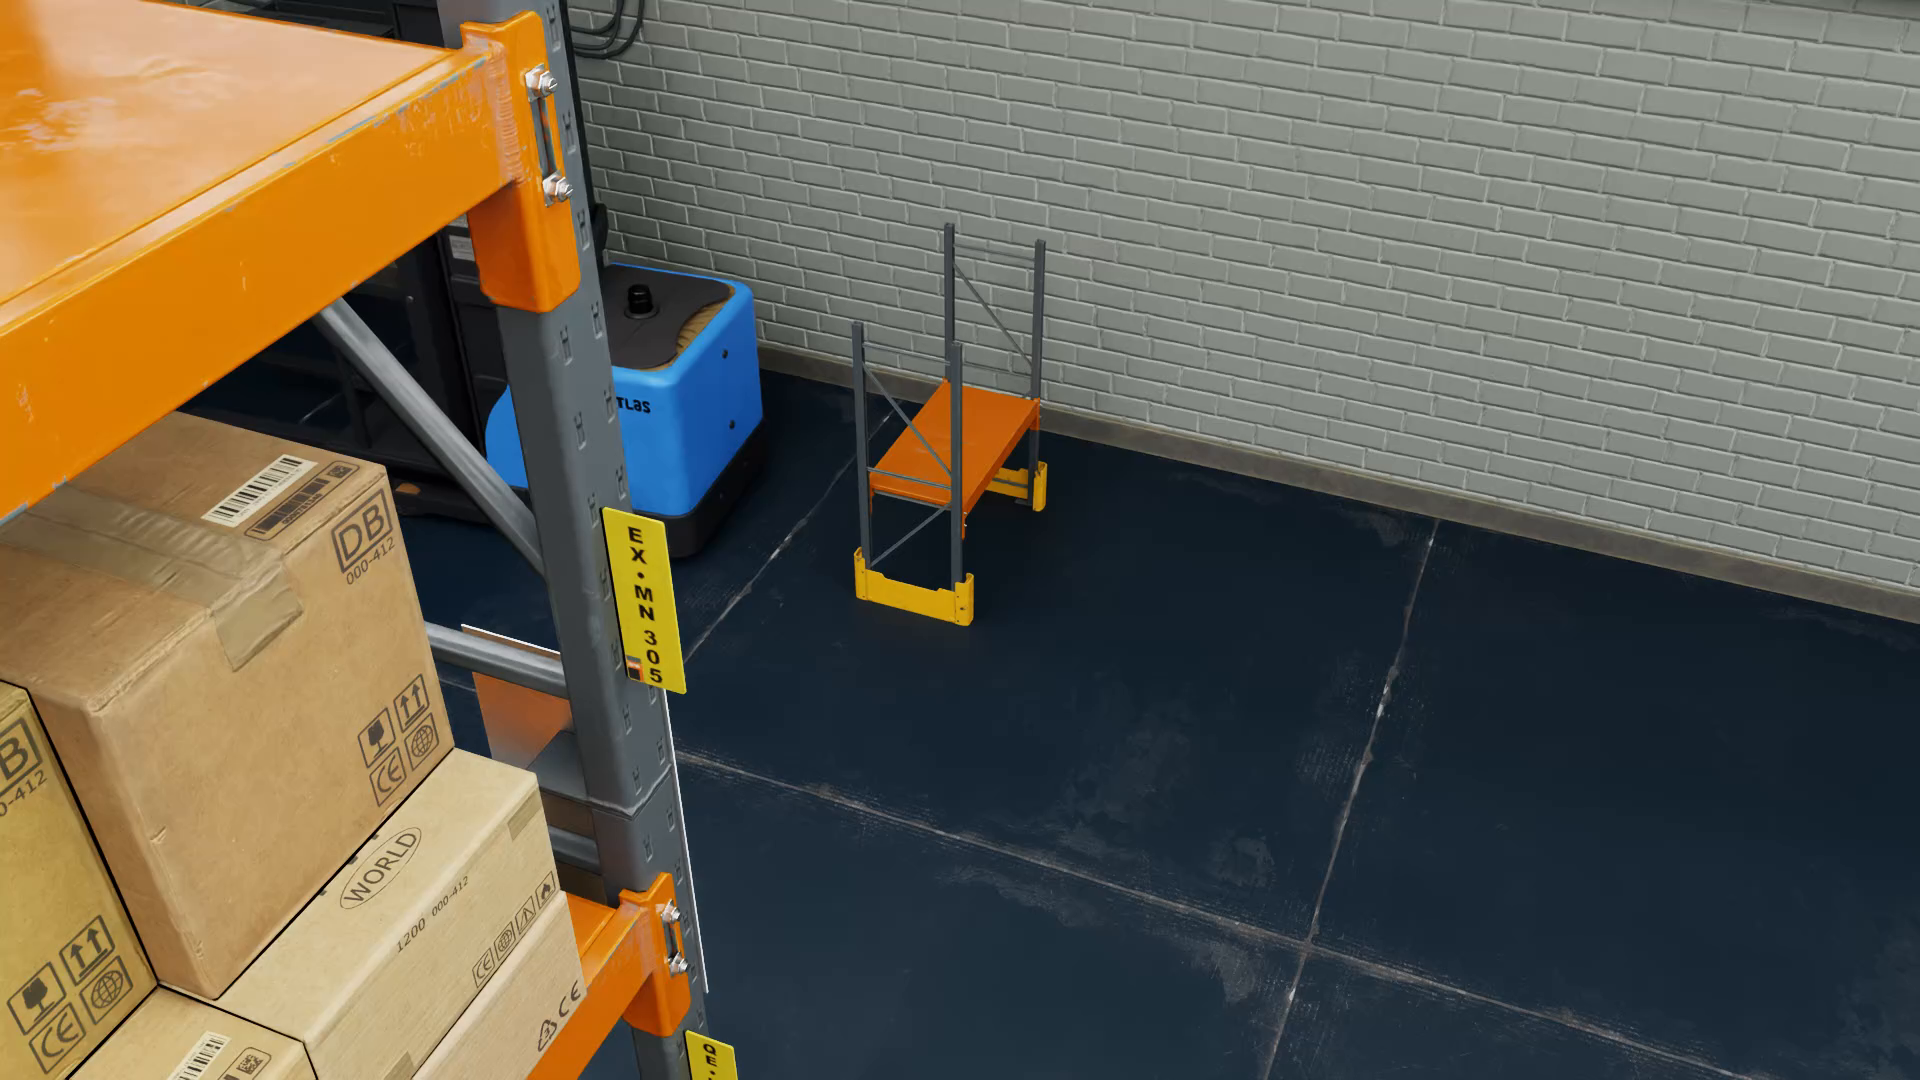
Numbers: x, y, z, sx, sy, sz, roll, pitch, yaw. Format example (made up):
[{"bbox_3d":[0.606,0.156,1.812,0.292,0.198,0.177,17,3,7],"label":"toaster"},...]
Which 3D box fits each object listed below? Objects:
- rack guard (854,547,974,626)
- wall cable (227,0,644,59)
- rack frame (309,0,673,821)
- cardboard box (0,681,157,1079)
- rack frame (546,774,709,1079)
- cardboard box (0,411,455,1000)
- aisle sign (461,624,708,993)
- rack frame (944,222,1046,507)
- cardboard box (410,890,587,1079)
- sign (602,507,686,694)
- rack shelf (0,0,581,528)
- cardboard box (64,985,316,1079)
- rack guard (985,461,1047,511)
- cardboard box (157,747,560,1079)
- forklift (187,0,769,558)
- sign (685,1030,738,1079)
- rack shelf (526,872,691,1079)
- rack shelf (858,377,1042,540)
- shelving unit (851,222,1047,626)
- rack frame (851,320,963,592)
[{"bbox_3d":[-0.219,0.218,7.851,0.587,0.250,0.087,14,39,18],"label":"rack guard"},{"bbox_3d":[-3.073,-3.822,8.542,3.097,2.526,0.112,14,39,18],"label":"wall cable"},{"bbox_3d":[-0.973,-0.890,2.025,1.000,3.000,0.127,14,39,18],"label":"rack frame"},{"bbox_3d":[-1.422,0.417,1.864,0.700,0.500,0.500,14,39,18],"label":"cardboard box"},{"bbox_3d":[-0.973,1.513,3.821,1.000,3.000,0.127,14,39,18],"label":"rack frame"},{"bbox_3d":[-1.154,0.160,2.208,0.700,0.500,0.500,14,39,18],"label":"cardboard box"},{"bbox_3d":[-0.664,0.504,3.000,0.394,0.787,0.004,14,39,18],"label":"aisle sign"},{"bbox_3d":[0.161,-0.835,8.216,0.500,1.500,0.032,14,39,18],"label":"rack frame"},{"bbox_3d":[-0.925,0.717,2.507,0.500,0.250,0.500,14,39,18],"label":"cardboard box"},{"bbox_3d":[-0.468,0.095,2.474,0.100,0.325,0.005,14,39,18],"label":"sign"},{"bbox_3d":[-1.734,0.507,0.760,1.077,0.370,4.000,14,39,18],"label":"rack shelf"},{"bbox_3d":[-1.123,0.791,1.990,0.500,0.250,0.500,14,39,18],"label":"cardboard box"},{"bbox_3d":[0.160,-0.334,8.589,0.587,0.250,0.087,14,39,18],"label":"rack guard"},{"bbox_3d":[-0.933,0.514,2.360,0.500,0.250,0.500,14,39,18],"label":"cardboard box"},{"bbox_3d":[-2.591,-1.586,8.026,3.031,2.935,1.130,11,38,14],"label":"forklift"},{"bbox_3d":[-0.468,1.061,3.196,0.100,0.325,0.005,14,39,18],"label":"sign"},{"bbox_3d":[-1.734,1.707,1.657,1.077,0.370,4.000,14,39,18],"label":"rack shelf"},{"bbox_3d":[-0.032,-0.409,7.947,0.538,0.185,1.000,14,39,18],"label":"rack shelf"},{"bbox_3d":[-0.029,-0.559,7.846,0.587,1.500,1.083,14,39,18],"label":"shelving unit"},{"bbox_3d":[-0.226,-0.272,7.463,0.500,1.500,0.032,14,39,18],"label":"rack frame"}]
